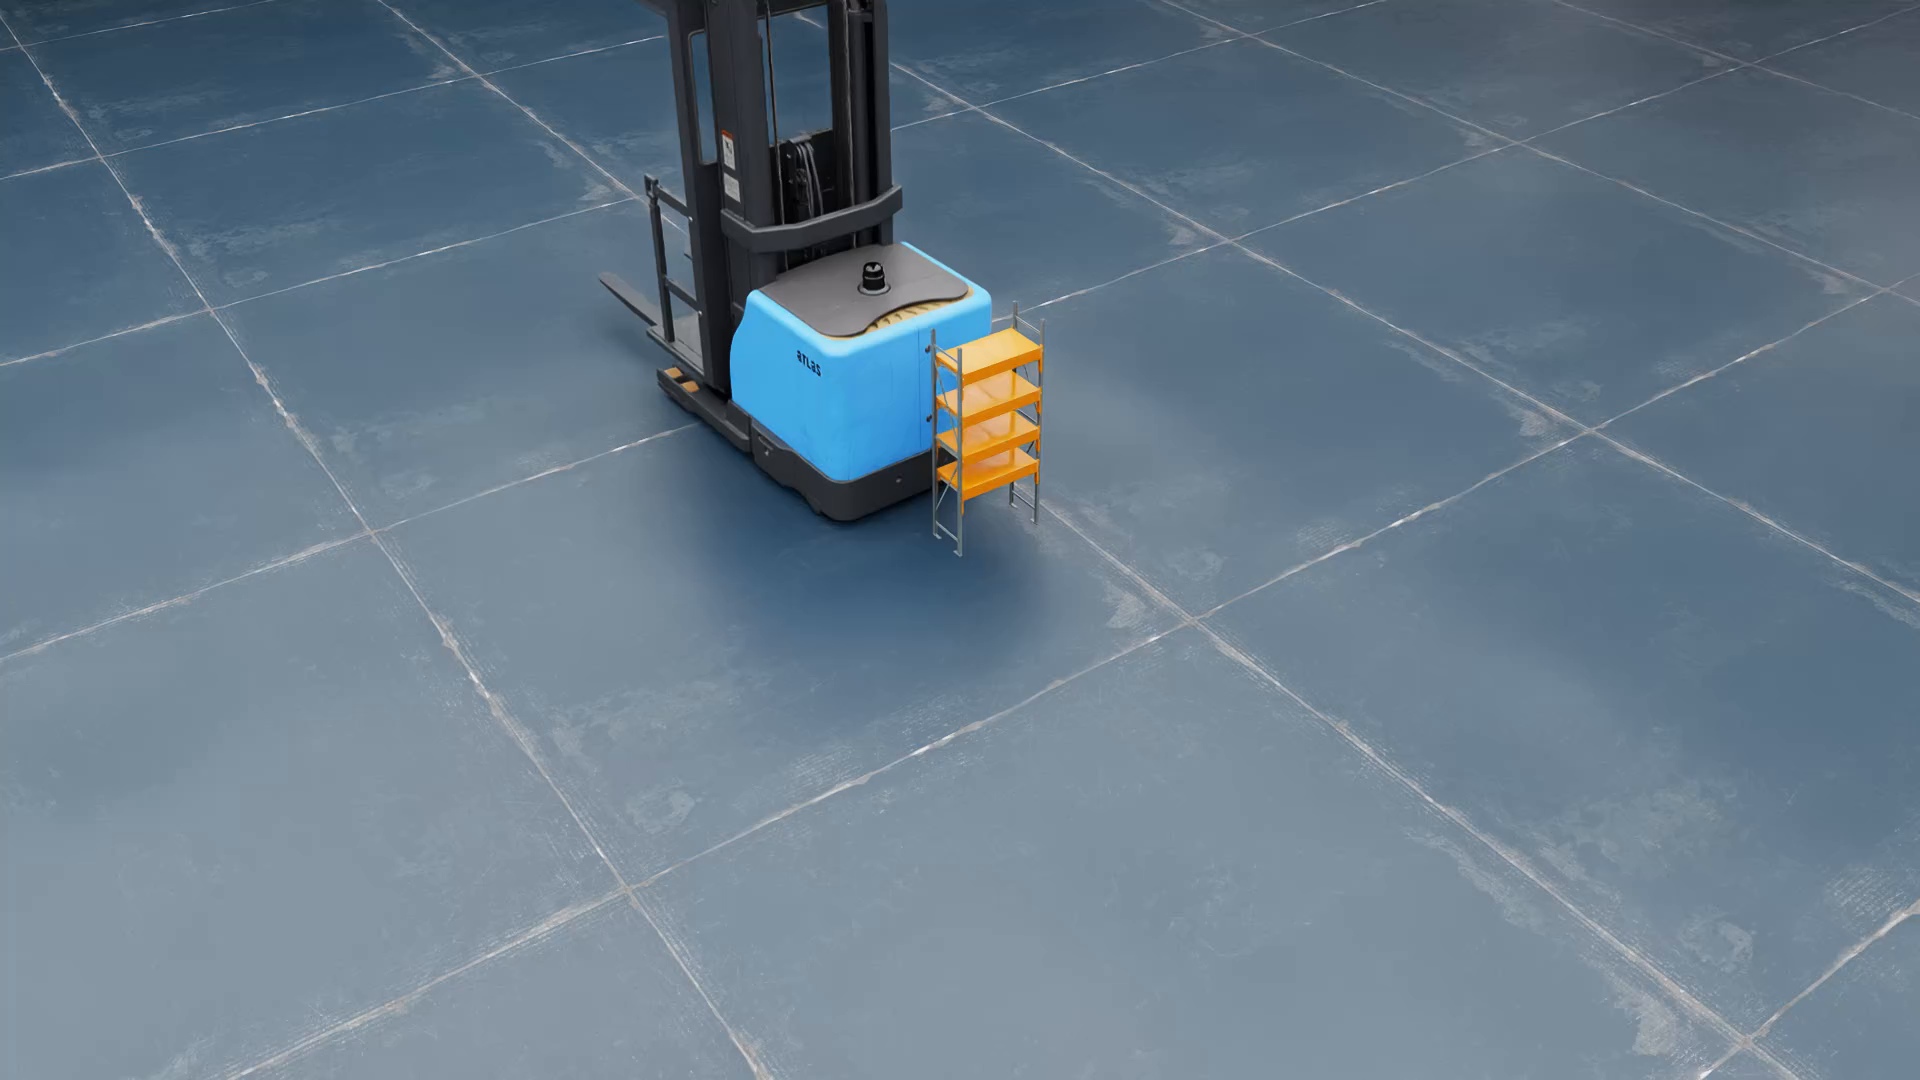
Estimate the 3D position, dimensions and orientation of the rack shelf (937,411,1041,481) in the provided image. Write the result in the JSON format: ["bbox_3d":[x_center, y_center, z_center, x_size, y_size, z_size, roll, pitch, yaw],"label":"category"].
[{"bbox_3d":[0.135,-0.488,8.330,0.480,0.148,0.258,-22,41,-28],"label":"rack shelf"}]

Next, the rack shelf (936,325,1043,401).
[{"bbox_3d":[0.135,-0.862,8.061,0.480,0.148,0.258,-22,41,-28],"label":"rack shelf"}]

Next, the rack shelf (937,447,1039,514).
[{"bbox_3d":[0.135,-0.327,8.446,0.480,0.148,0.258,-22,41,-28],"label":"rack shelf"}]

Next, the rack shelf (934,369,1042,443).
[{"bbox_3d":[0.135,-0.670,8.199,0.480,0.148,0.258,-22,41,-28],"label":"rack shelf"}]

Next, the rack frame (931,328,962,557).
[{"bbox_3d":[-0.064,-0.461,8.176,0.015,1.200,0.240,-22,41,-28],"label":"rack frame"}]

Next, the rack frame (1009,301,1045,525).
[{"bbox_3d":[0.335,-0.625,8.405,0.015,1.200,0.240,-22,41,-28],"label":"rack frame"}]

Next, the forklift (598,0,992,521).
[{"bbox_3d":[-1.110,-2.094,8.965,1.130,2.935,3.031,-24,42,-29],"label":"forklift"}]

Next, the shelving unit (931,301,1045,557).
[{"bbox_3d":[0.135,-0.543,8.290,0.503,1.200,0.258,-22,41,-28],"label":"shelving unit"}]
